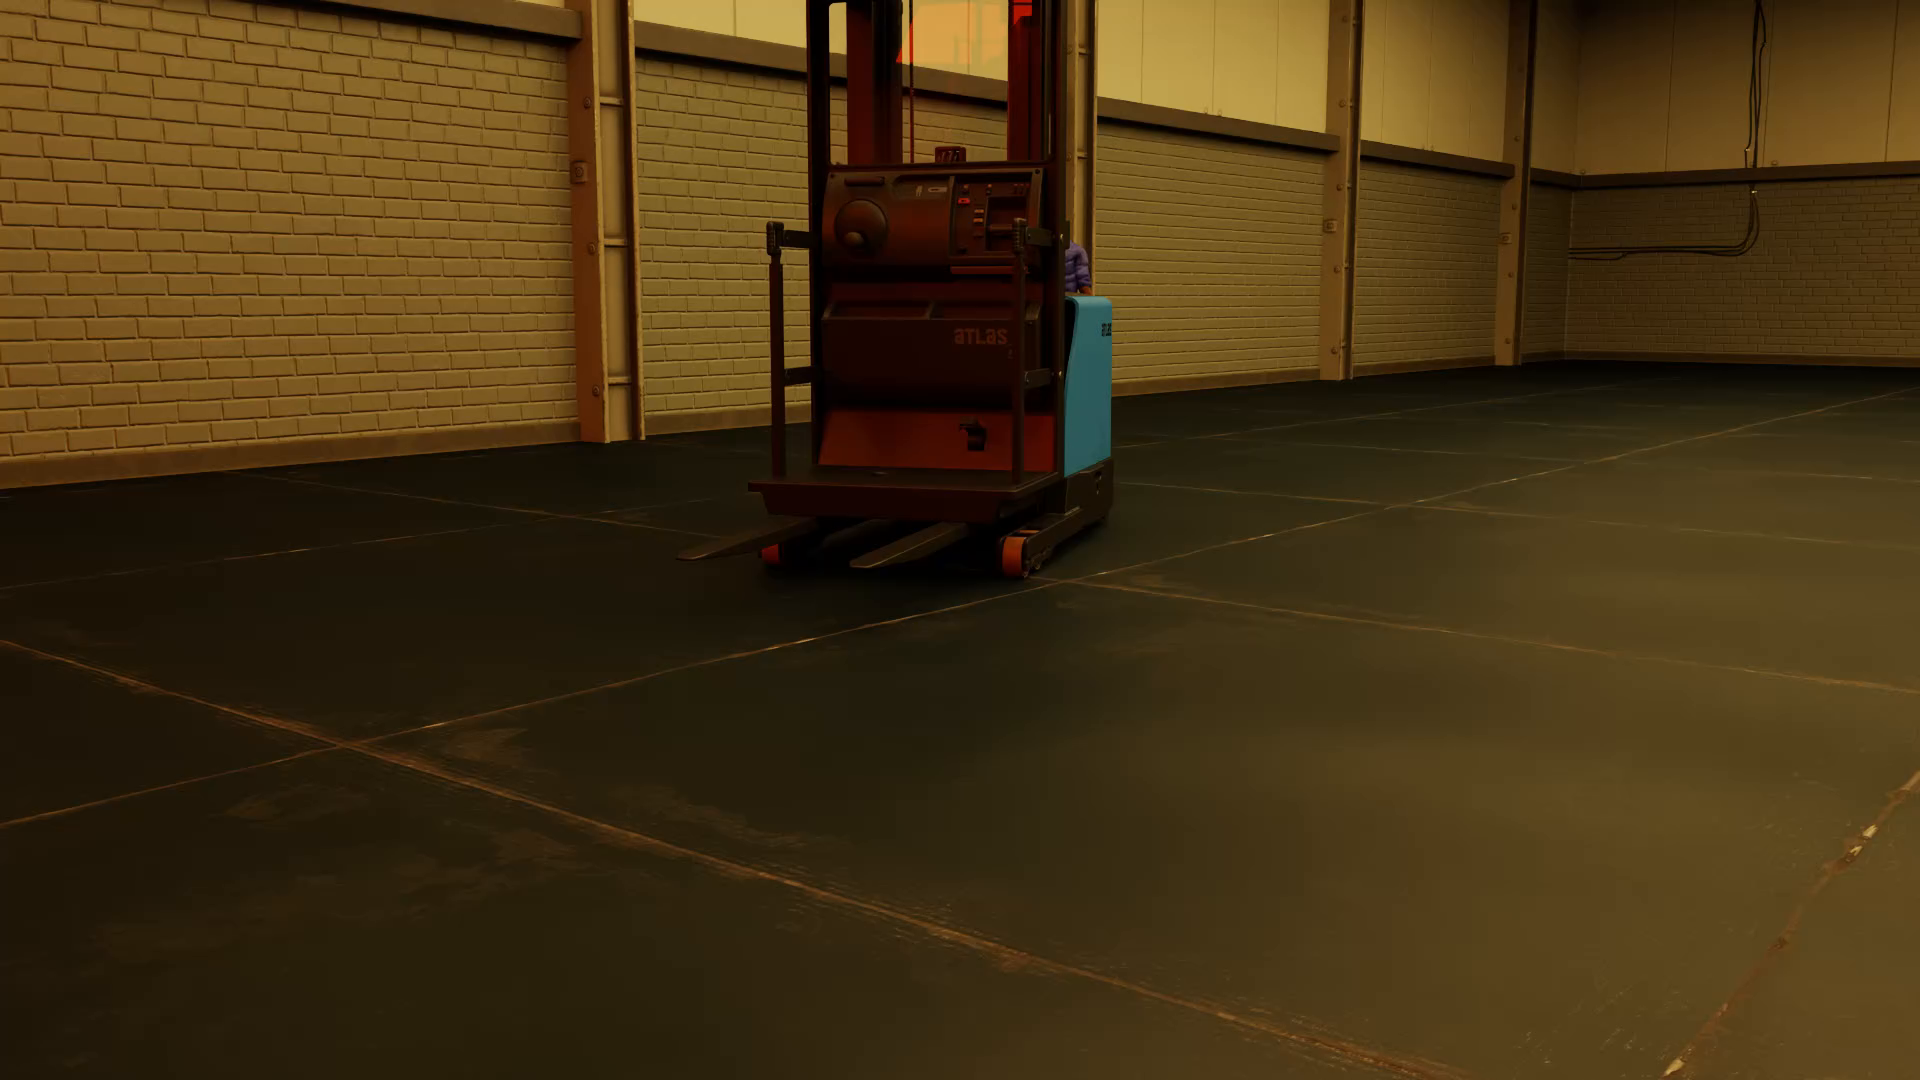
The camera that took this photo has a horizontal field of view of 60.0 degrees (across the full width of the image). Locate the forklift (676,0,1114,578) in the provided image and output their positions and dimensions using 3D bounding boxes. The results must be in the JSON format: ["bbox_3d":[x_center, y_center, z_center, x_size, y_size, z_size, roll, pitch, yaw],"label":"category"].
[{"bbox_3d":[-0.176,-1.366,6.616,1.130,2.935,3.031,3,9,17],"label":"forklift"}]

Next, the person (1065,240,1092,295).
[{"bbox_3d":[0.609,-1.275,10.406,0.532,1.655,0.348,1,8,9],"label":"person"}]
